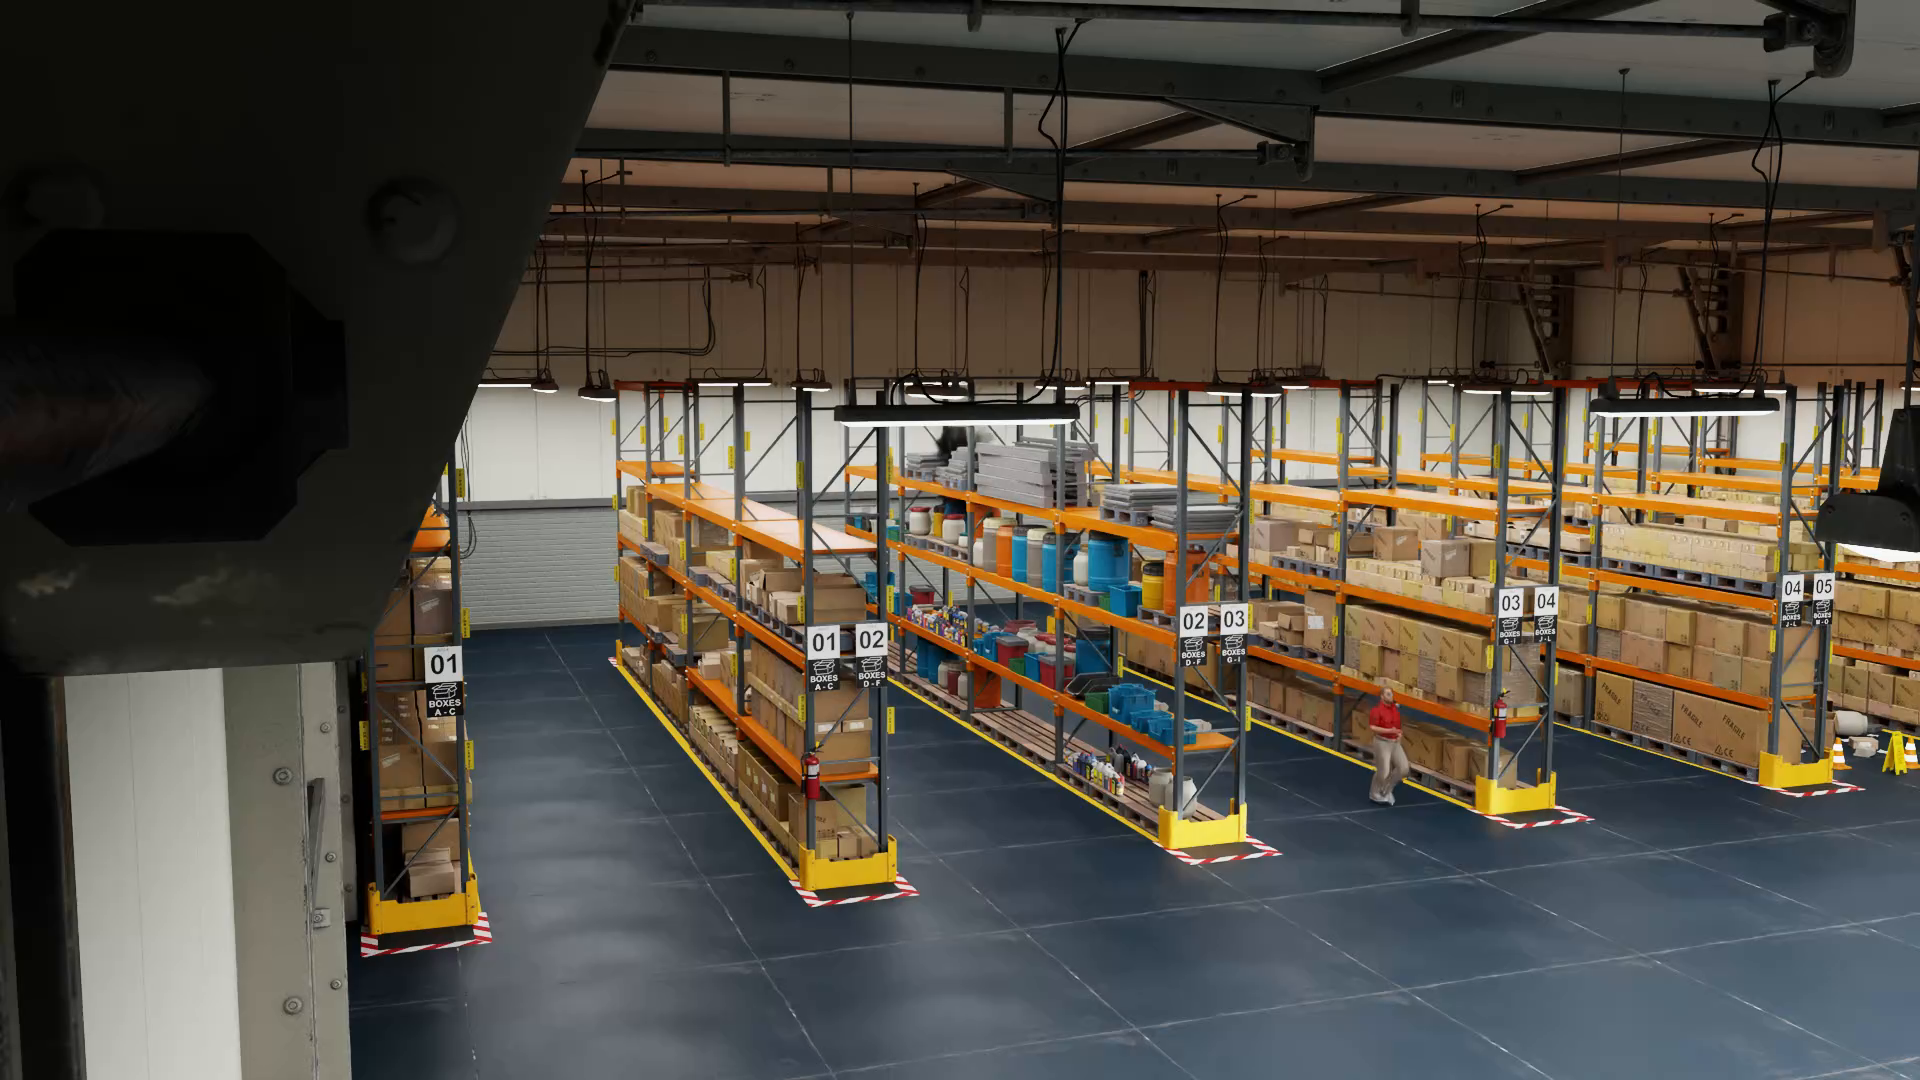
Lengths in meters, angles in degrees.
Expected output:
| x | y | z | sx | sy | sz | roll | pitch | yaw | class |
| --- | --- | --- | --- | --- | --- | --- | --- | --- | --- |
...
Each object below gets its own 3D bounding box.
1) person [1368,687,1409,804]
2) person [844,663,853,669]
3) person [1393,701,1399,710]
| x | y | z | sx | sy | sz | roll | pitch | yaw | class |
| --- | --- | --- | --- | --- | --- | --- | --- | --- | --- |
| 6.171 | 2.972 | 23.852 | 0.645 | 1.733 | 0.651 | -4 | 7 | -32 | person |
| -2.142 | 2.322 | 29.739 | 0.681 | 1.776 | 0.879 | -3 | 7 | -25 | person |
| 7.901 | 2.422 | 29.727 | 0.567 | 1.555 | 0.630 | -2 | 6 | -20 | person |
